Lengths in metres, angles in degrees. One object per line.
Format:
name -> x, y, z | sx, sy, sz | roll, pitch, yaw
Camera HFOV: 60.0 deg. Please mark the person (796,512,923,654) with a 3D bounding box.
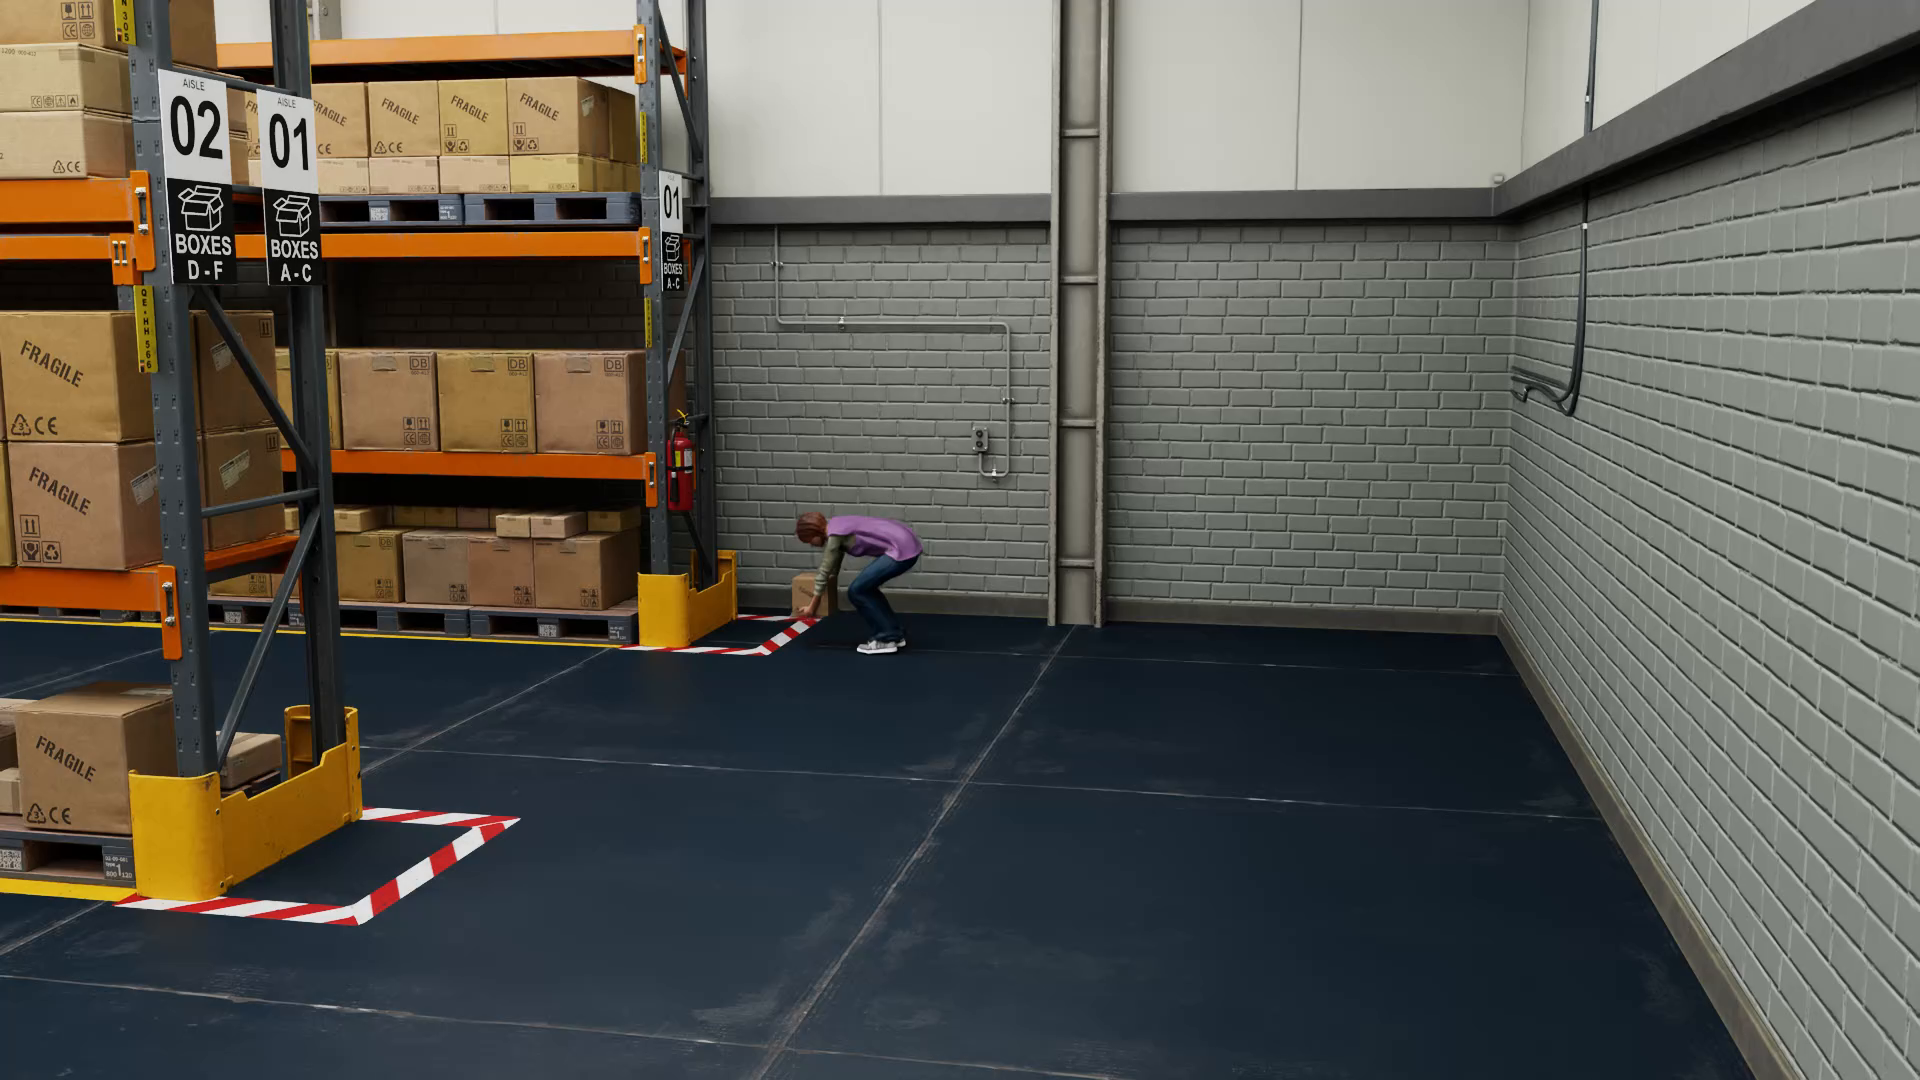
person -> -0.680, 0.282, 11.221 | 0.862, 0.937, 0.429 | 1, 8, 8
